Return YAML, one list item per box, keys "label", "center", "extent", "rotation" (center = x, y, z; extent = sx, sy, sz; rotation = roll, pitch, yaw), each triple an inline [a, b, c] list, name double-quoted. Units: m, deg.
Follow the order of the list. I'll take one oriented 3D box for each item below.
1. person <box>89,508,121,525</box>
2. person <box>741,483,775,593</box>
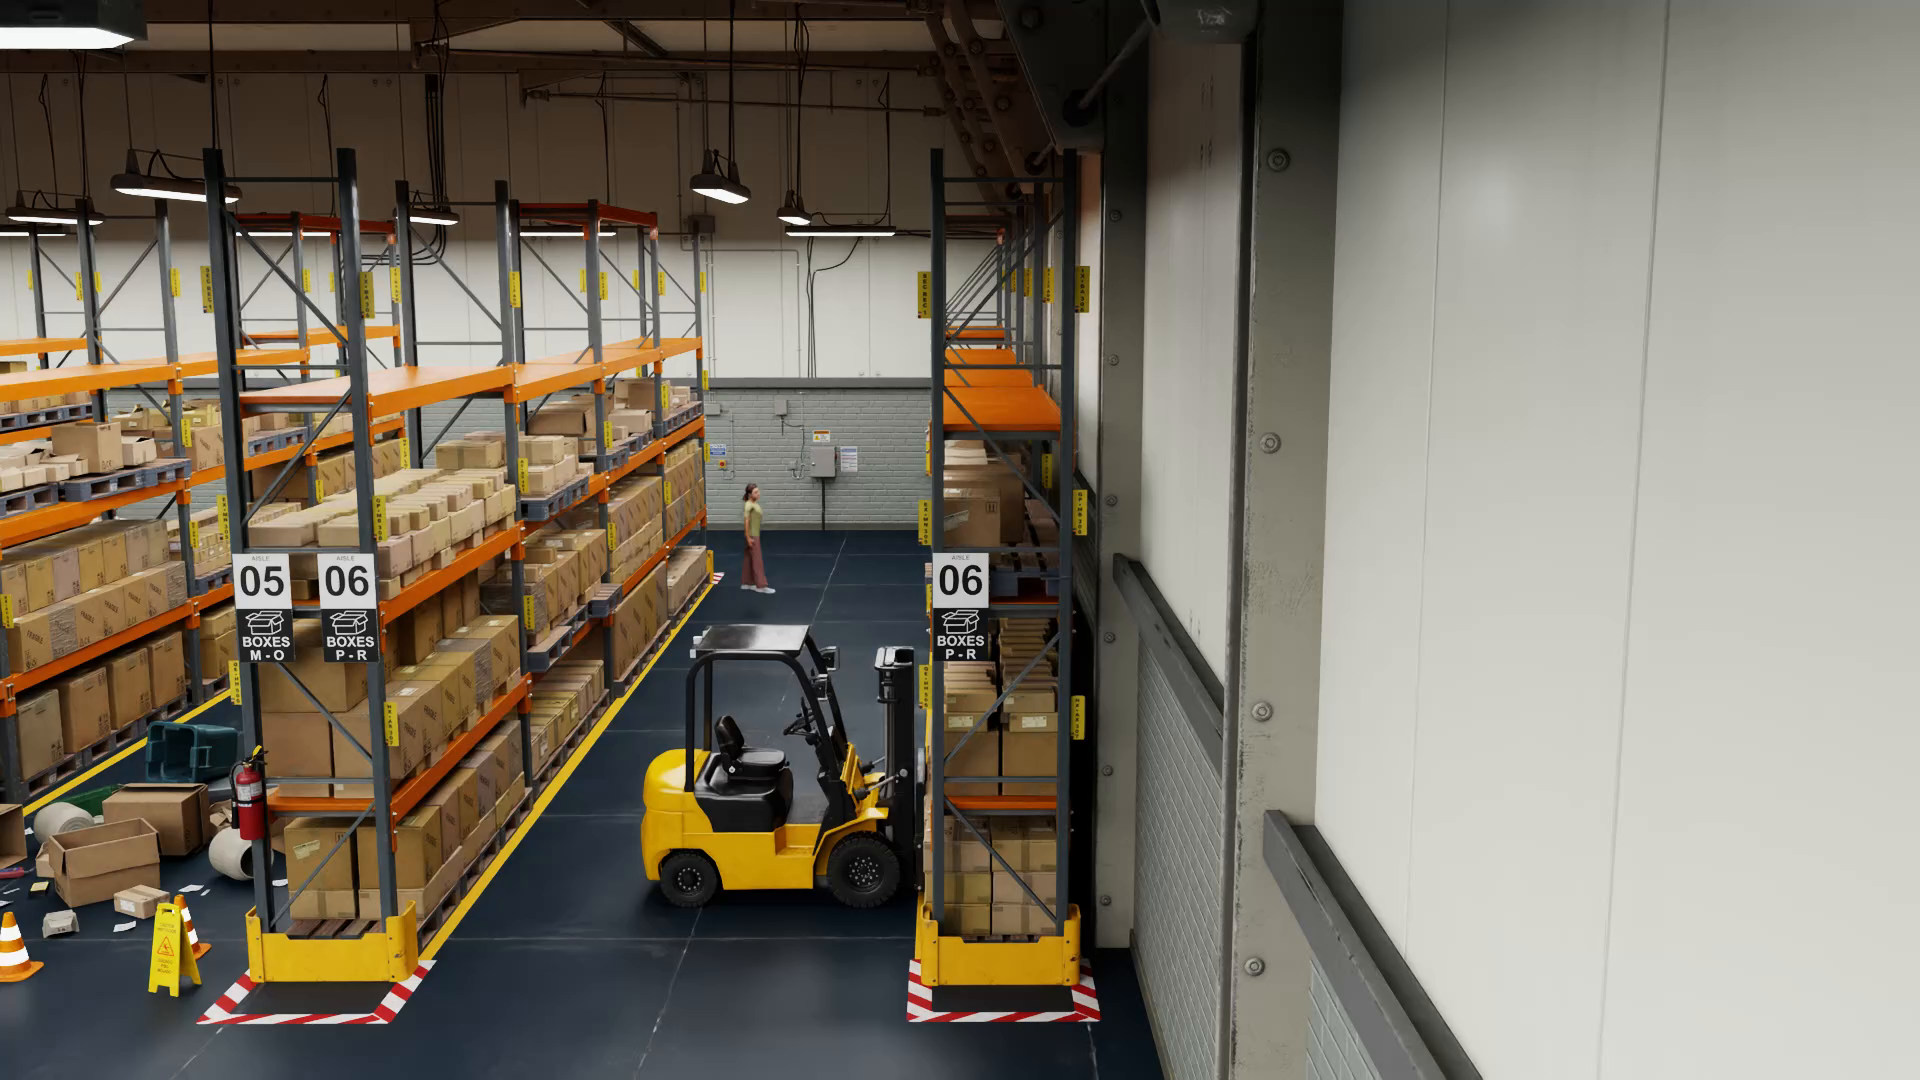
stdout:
- label: "person"
  center: [-13.266, 0.203, 25.812]
  extent: [0.604, 1.630, 1.028]
  rotation: [0, 9, -2]
- label: "person"
  center: [-3.124, -0.036, 25.609]
  extent: [0.536, 1.683, 0.497]
  rotation: [-1, 9, -6]
